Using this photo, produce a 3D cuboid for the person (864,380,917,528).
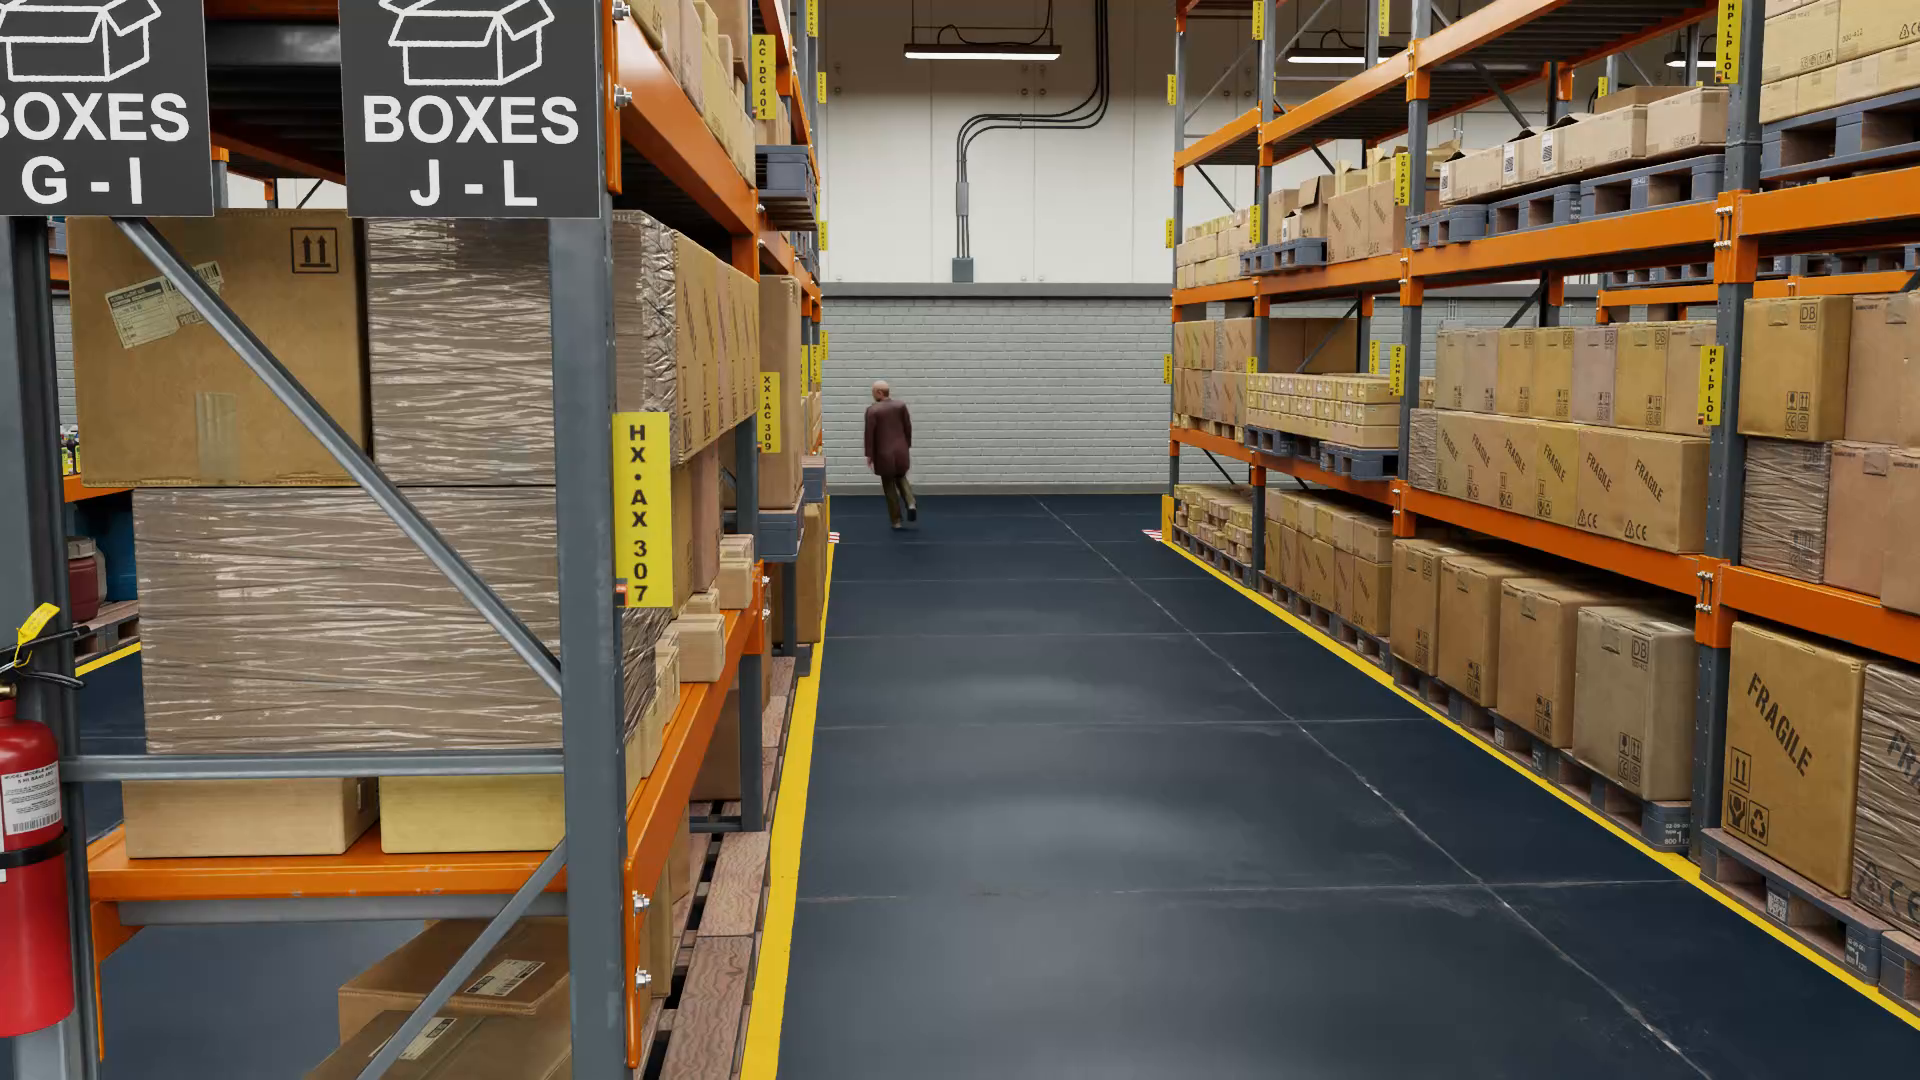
[{"bbox_3d":[-0.844,-1.016,19.804,0.663,1.771,0.507,-3,7,-22],"label":"person"}]
